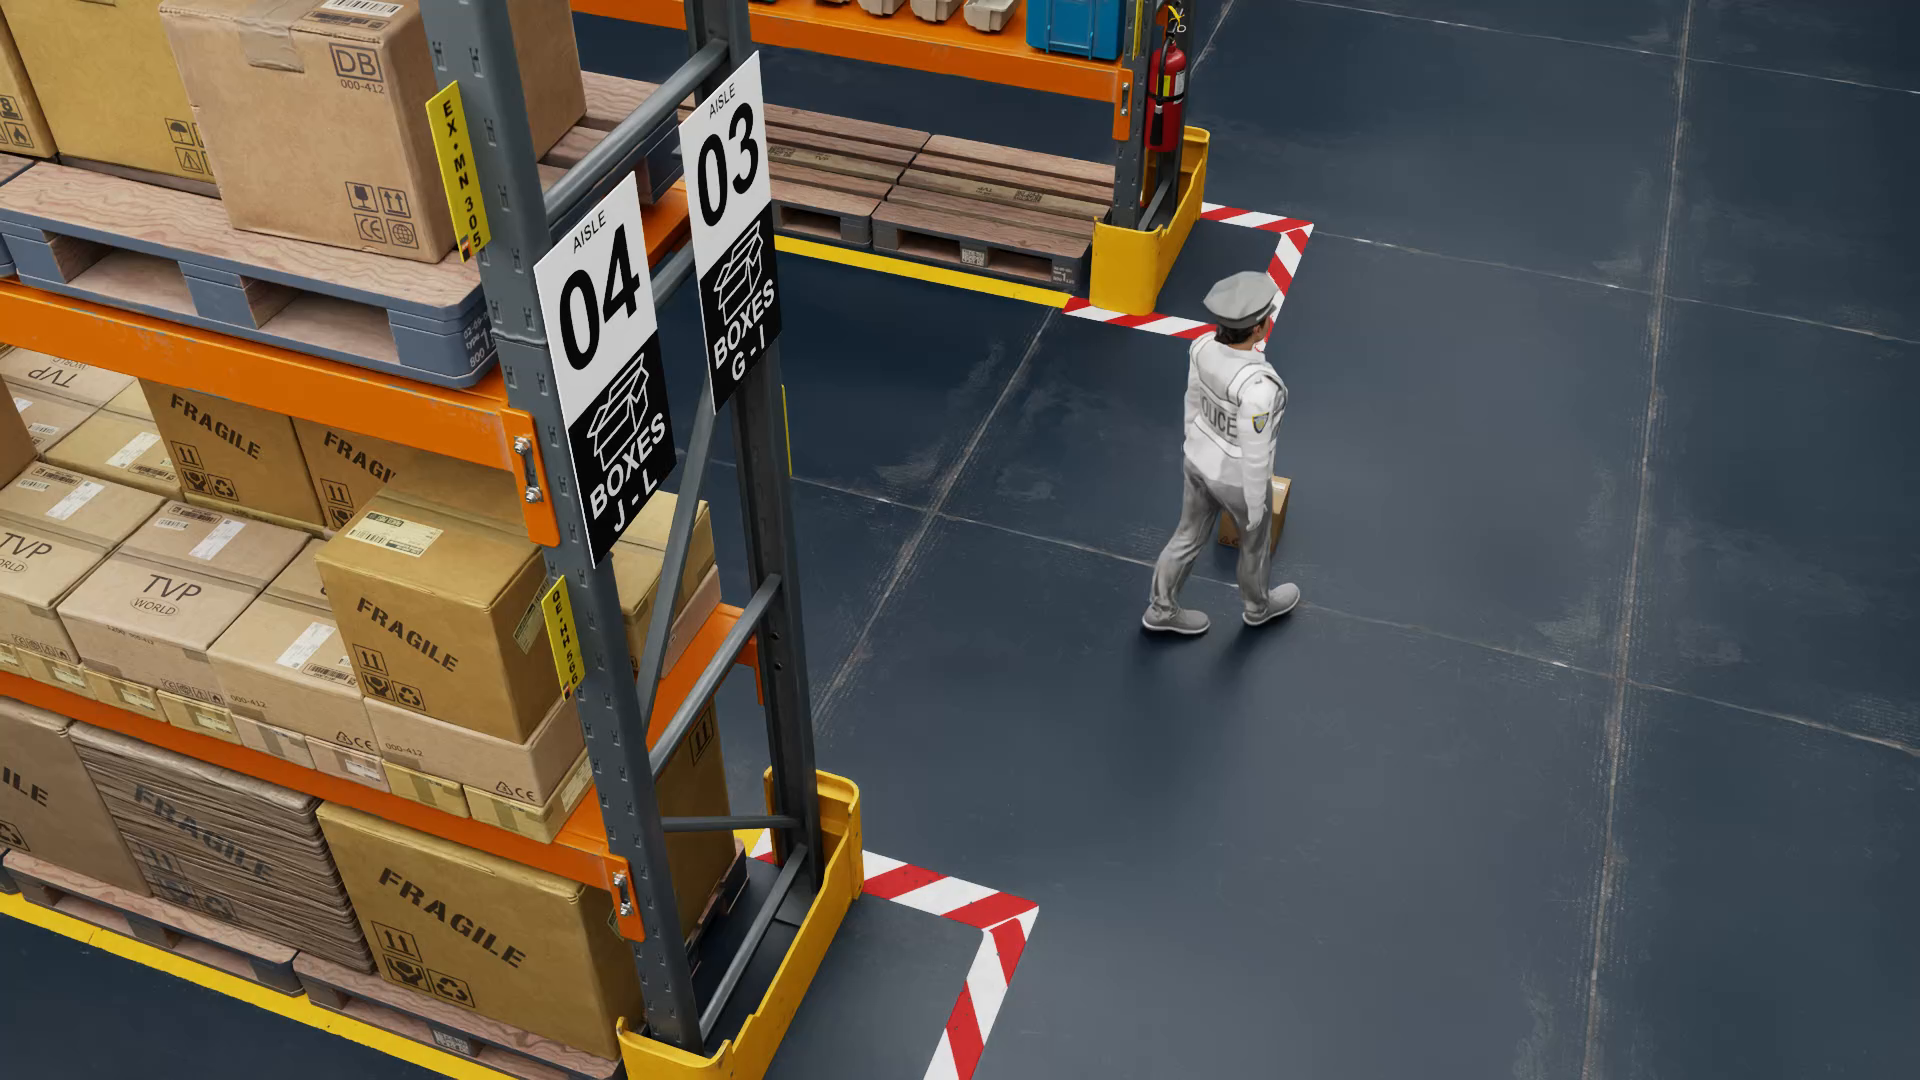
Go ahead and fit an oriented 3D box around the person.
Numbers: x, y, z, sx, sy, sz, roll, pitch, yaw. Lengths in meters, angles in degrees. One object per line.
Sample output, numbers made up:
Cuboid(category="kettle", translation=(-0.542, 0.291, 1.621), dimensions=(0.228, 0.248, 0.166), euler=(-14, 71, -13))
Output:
Cuboid(category="person", translation=(1.099, -0.306, 6.483), dimensions=(0.681, 1.664, 0.504), euler=(-20, 46, -21))
